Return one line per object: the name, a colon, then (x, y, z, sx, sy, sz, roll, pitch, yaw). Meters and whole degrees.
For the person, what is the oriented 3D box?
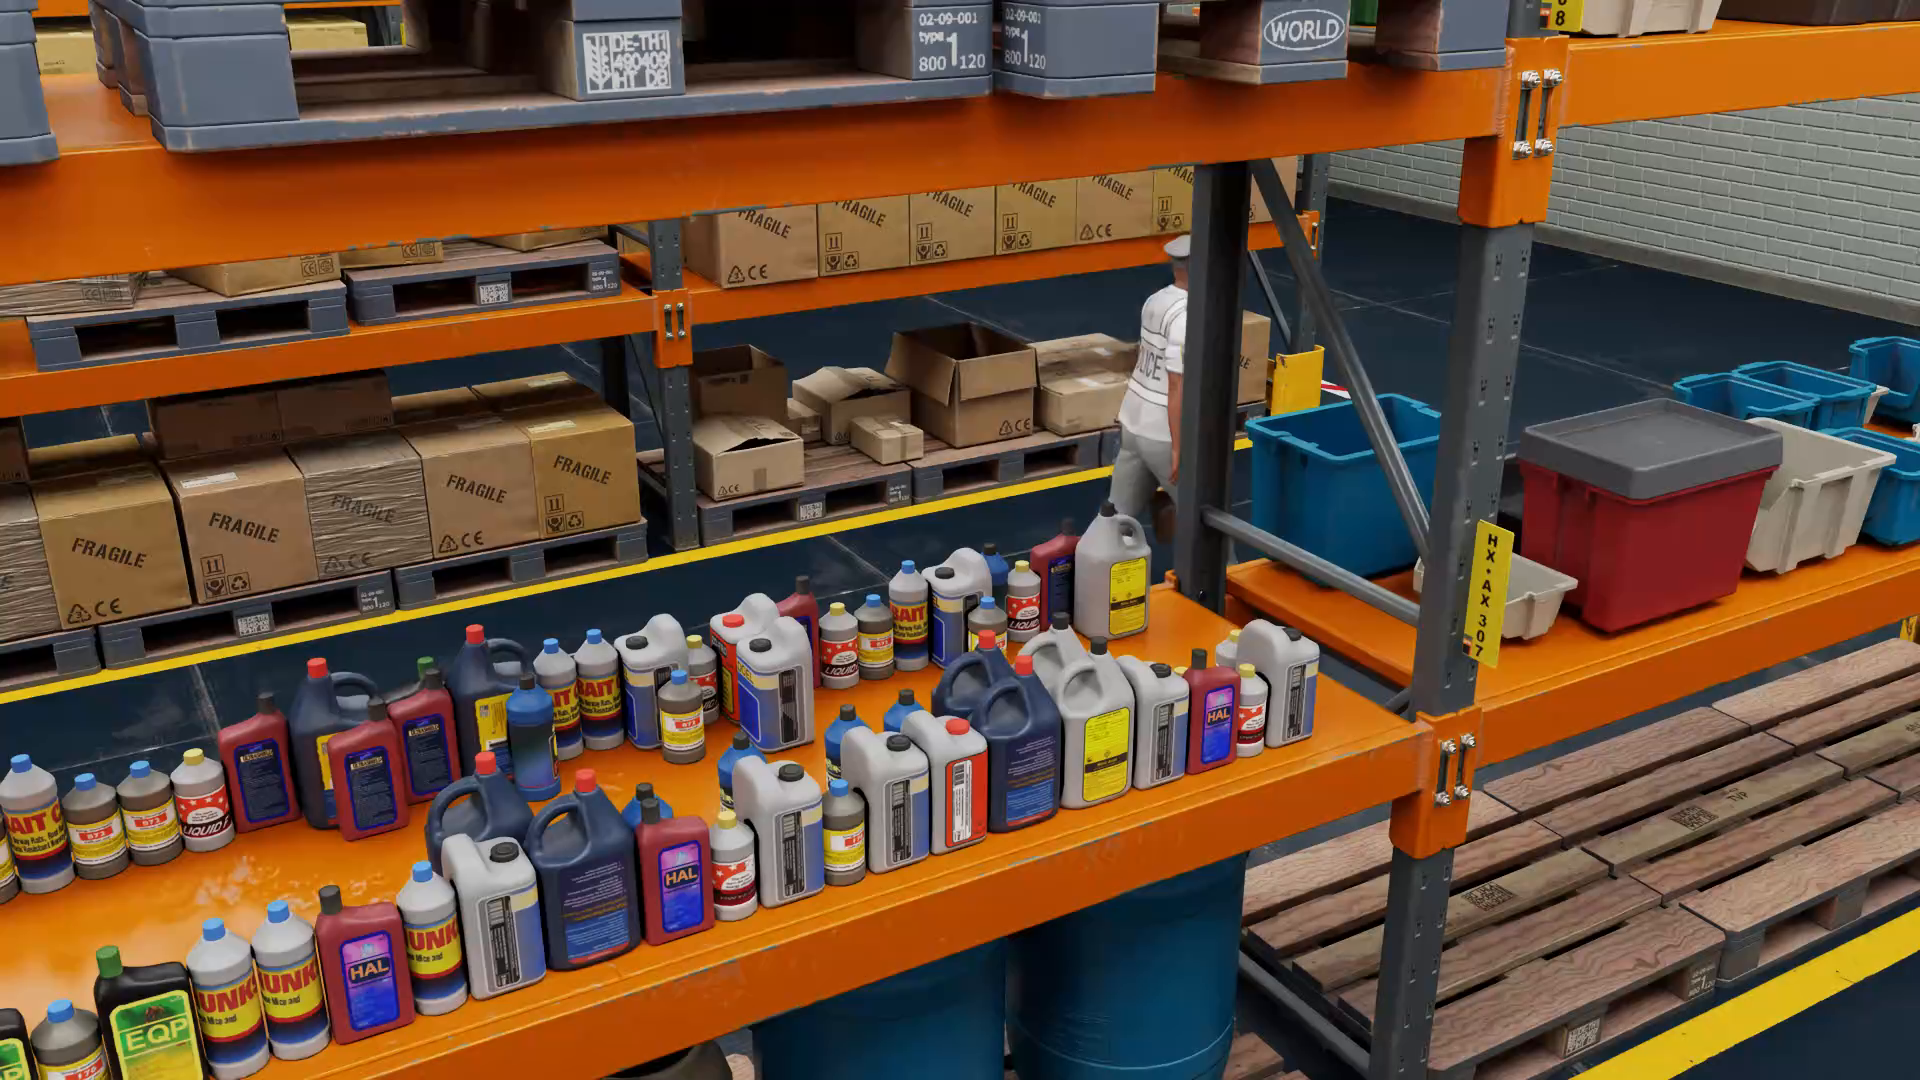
person: (0.974, -0.497, 7.329, 0.933, 1.712, 0.573, -5, 22, -13)
